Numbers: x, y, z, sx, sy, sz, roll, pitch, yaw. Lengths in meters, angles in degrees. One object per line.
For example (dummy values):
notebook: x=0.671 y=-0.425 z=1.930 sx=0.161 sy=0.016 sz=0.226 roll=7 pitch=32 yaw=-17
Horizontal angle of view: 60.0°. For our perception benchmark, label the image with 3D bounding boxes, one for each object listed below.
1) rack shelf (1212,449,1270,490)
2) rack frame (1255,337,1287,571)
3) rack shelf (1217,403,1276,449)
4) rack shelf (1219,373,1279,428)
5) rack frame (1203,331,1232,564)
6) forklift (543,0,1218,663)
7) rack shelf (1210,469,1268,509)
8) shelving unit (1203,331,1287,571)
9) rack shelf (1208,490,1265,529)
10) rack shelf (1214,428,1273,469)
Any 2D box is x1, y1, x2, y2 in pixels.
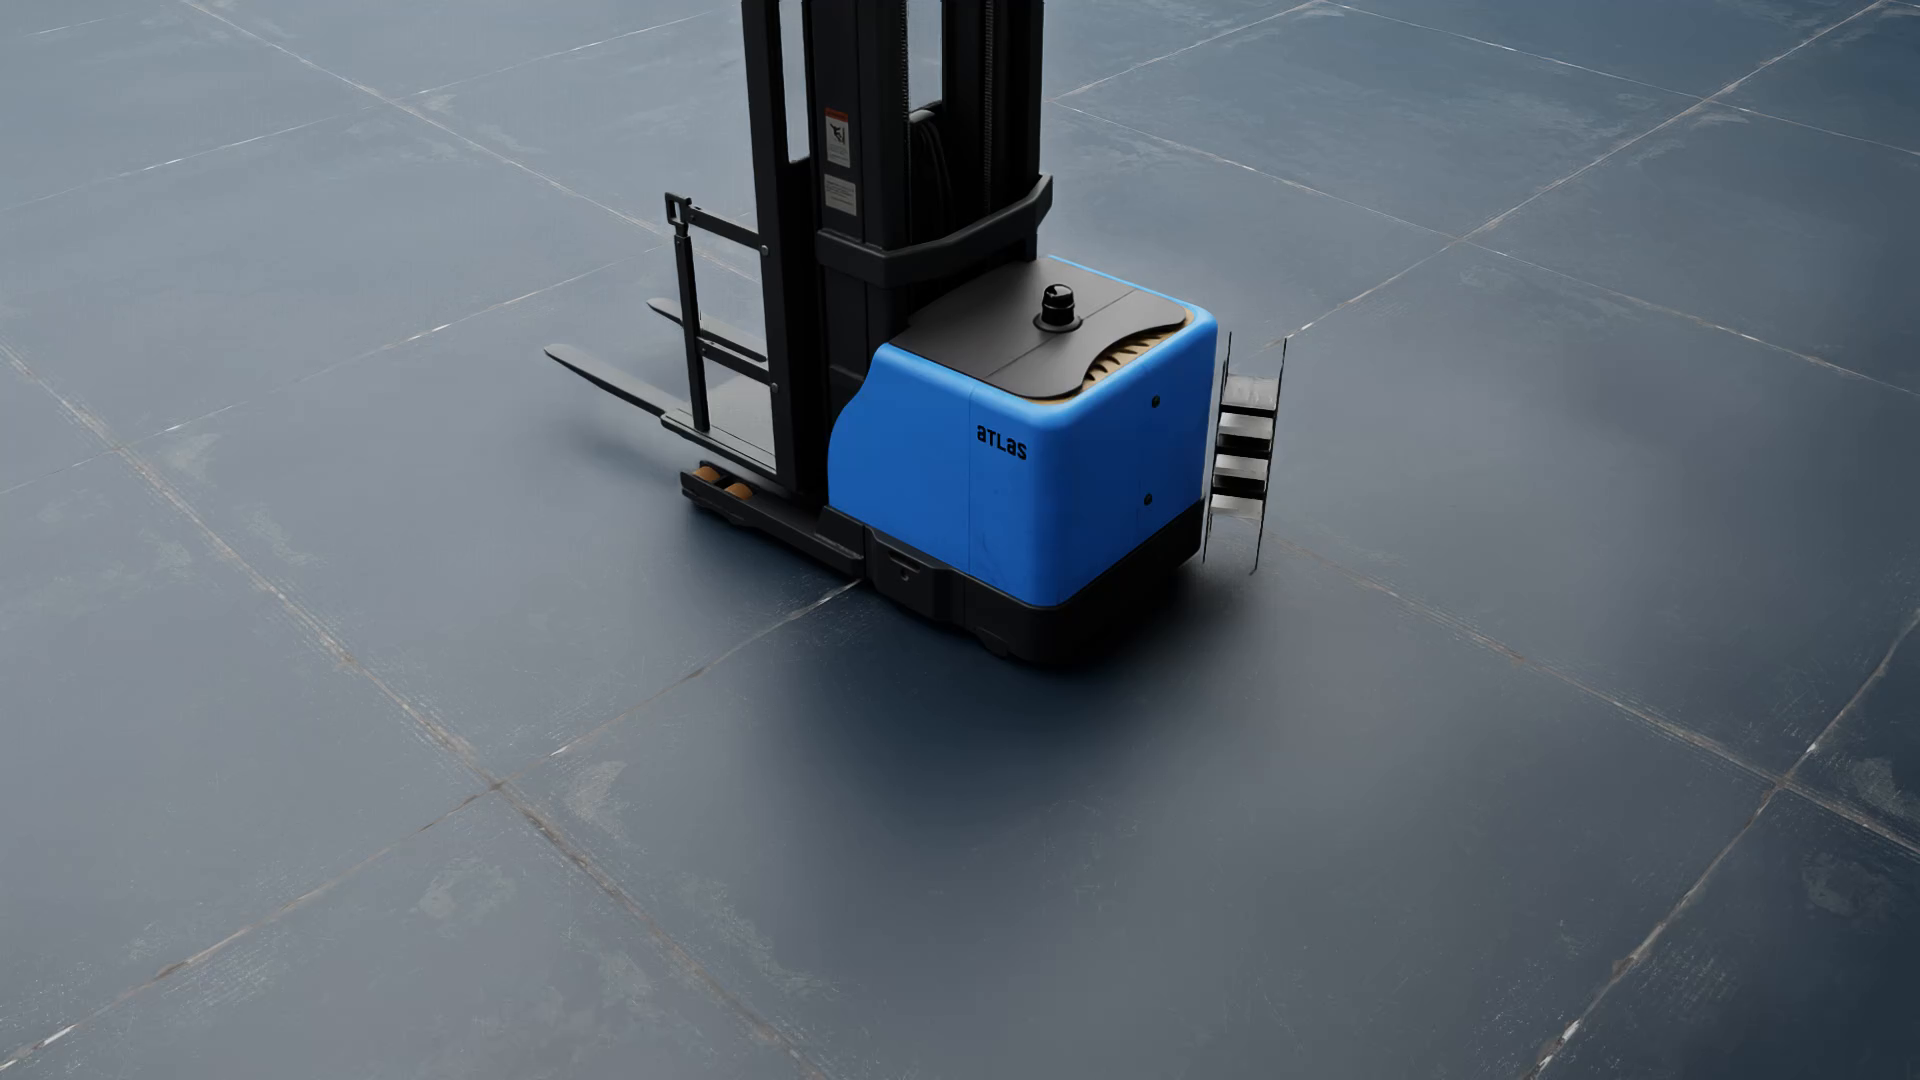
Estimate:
rack shelf: x=1.081 y=-0.303 z=6.356 sx=0.200 sy=0.077 sz=0.258 roll=8 pitch=36 yaw=11
rack frame: x=1.180 y=-0.317 z=6.318 sx=0.006 sy=0.900 sz=0.240 roll=8 pitch=36 yaw=11
rack shelf: x=1.081 y=-0.451 z=6.253 sx=0.200 sy=0.077 sz=0.258 roll=8 pitch=36 yaw=11
rack shelf: x=1.081 y=-0.524 z=6.201 sx=0.200 sy=0.077 sz=0.258 roll=8 pitch=36 yaw=11
rack frame: x=0.982 y=-0.344 z=6.356 sx=0.006 sy=0.900 sz=0.240 roll=8 pitch=36 yaw=11
forklift: x=-0.510 y=-1.469 z=6.194 sx=3.031 sy=2.935 sz=1.130 roll=26 pitch=42 yaw=32
rack shelf: x=1.081 y=-0.229 z=6.407 sx=0.200 sy=0.077 sz=0.258 roll=8 pitch=36 yaw=11
shelving unit: x=1.081 y=-0.330 z=6.337 sx=0.210 sy=0.900 sz=0.258 roll=8 pitch=36 yaw=11
rack shelf: x=1.081 y=-0.155 z=6.459 sx=0.200 sy=0.077 sz=0.258 roll=8 pitch=36 yaw=11
rack shelf: x=1.081 y=-0.377 z=6.304 sx=0.200 sy=0.077 sz=0.258 roll=8 pitch=36 yaw=11
